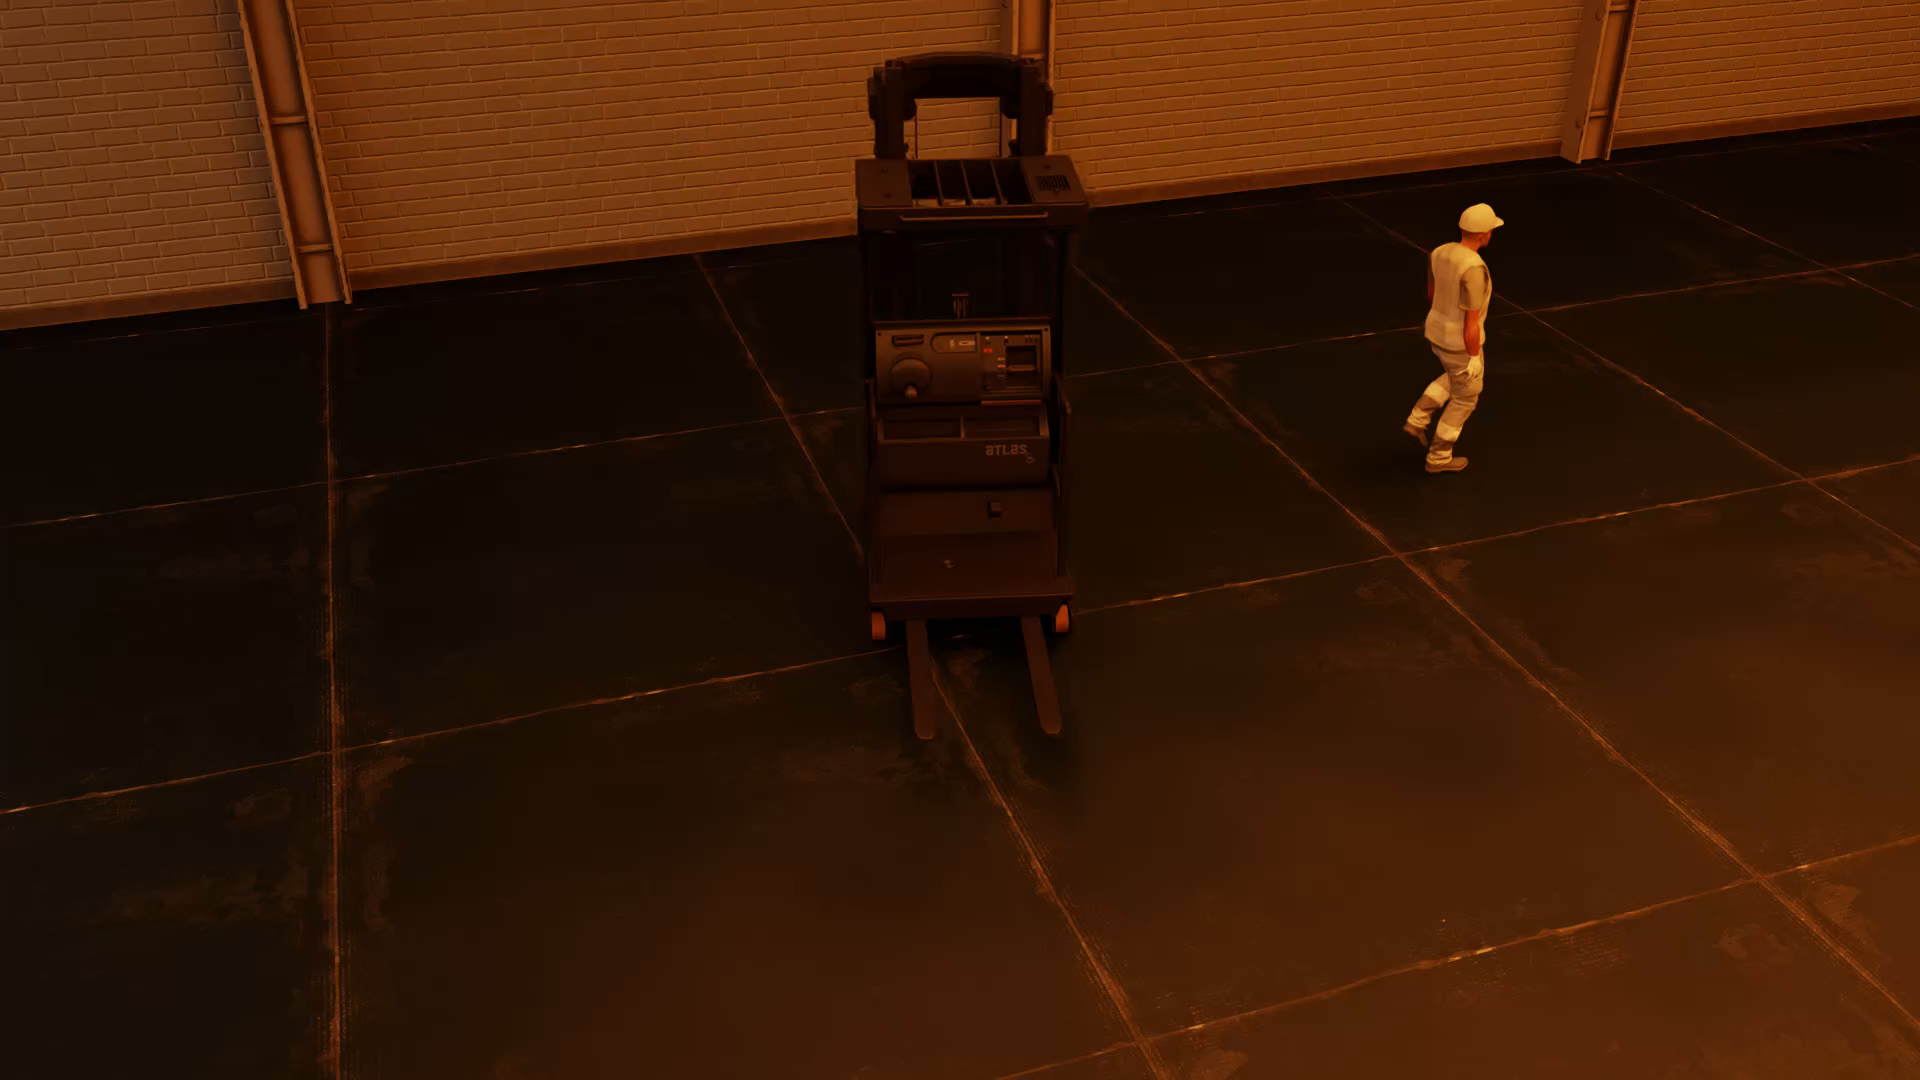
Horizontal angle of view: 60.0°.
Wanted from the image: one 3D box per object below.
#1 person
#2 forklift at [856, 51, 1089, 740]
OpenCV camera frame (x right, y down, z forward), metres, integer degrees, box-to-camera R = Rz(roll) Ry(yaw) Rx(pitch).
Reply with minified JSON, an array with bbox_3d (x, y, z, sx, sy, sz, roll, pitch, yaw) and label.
[{"bbox_3d":[3.147,-1.267,10.458,0.468,1.767,0.719,-10,31,-16],"label":"person"},{"bbox_3d":[0.035,-0.892,8.638,1.130,2.935,3.031,-2,30,-3],"label":"forklift"}]
